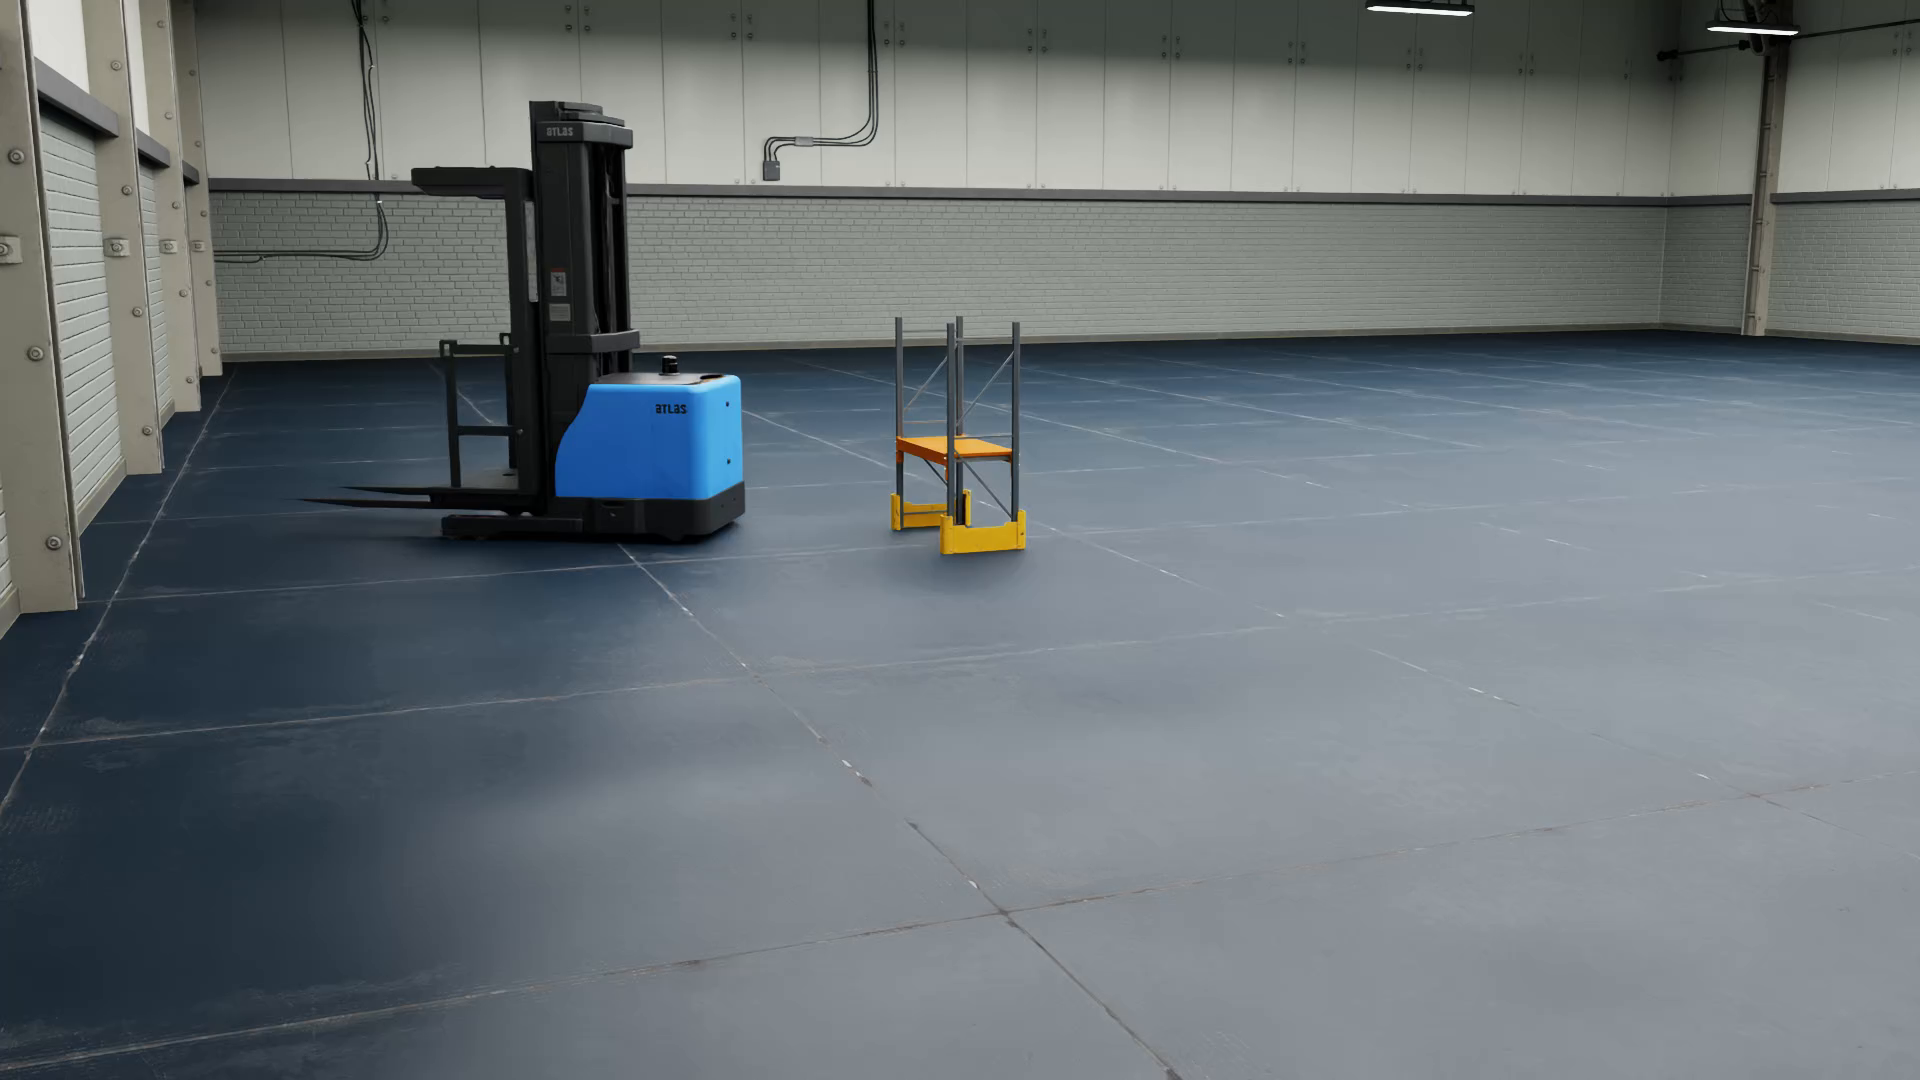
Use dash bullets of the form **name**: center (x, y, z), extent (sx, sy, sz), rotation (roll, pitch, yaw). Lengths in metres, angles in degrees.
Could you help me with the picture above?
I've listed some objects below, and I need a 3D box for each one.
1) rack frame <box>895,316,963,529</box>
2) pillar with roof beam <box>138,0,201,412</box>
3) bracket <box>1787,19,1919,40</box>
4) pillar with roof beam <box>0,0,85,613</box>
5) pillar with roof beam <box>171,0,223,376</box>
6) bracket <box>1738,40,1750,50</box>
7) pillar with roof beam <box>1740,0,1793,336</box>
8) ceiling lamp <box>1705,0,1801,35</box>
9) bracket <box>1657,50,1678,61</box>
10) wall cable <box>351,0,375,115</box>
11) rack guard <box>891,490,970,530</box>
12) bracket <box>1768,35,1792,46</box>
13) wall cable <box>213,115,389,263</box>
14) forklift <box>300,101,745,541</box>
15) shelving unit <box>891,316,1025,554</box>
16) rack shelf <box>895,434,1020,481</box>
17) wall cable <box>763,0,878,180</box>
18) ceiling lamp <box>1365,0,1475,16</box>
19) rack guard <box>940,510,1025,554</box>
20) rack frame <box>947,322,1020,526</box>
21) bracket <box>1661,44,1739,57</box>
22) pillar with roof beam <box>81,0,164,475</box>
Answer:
- **rack frame**: center (-0.215, -0.835, 11.834), extent (0.500, 1.500, 0.032), rotation (-4, 11, -21)
- **pillar with roof beam**: center (-5.466, -6.298, 21.131), extent (9.100, 9.000, 0.400), rotation (-4, 11, -21)
- **bracket**: center (18.460, -10.265, 33.152), extent (0.076, 0.066, 4.783), rotation (-4, 11, -21)
- **pillar with roof beam**: center (-1.117, -4.339, 10.120), extent (9.100, 9.000, 0.400), rotation (-4, 11, -21)
- **pillar with roof beam**: center (-7.640, -7.277, 26.637), extent (9.100, 9.000, 0.548), rotation (-4, 11, -21)
- **bracket**: center (17.225, -10.821, 36.278), extent (0.235, 0.232, 0.430), rotation (-4, 11, -21)
- **pillar with roof beam**: center (13.694, -8.730, 34.803), extent (9.100, 9.000, 0.548), rotation (-4, 11, -21)
- **ceiling lamp**: center (14.483, -10.932, 30.513), extent (2.000, 3.185, 0.800), rotation (-4, 11, -21)
- **bracket**: center (16.366, -11.207, 38.453), extent (0.235, 0.232, 0.430), rotation (-4, 11, -21)
- **wall cable**: center (-8.966, -8.698, 29.071), extent (3.097, 2.526, 0.112), rotation (-4, 11, -21)
- **rack guard**: center (-0.208, -0.217, 11.925), extent (0.587, 0.250, 0.087), rotation (-4, 11, -21)
- **bracket**: center (17.526, -10.685, 35.517), extent (0.235, 0.232, 0.430), rotation (-4, 11, -21)
- **wall cable**: center (-11.488, -6.040, 28.548), extent (3.097, 2.526, 0.112), rotation (-4, 11, -21)
- **forklift**: center (-3.123, -1.531, 11.660), extent (3.031, 2.935, 1.130), rotation (1, 10, 8)
- **shelving unit**: center (-0.028, -0.751, 11.359), extent (0.587, 1.500, 1.083), rotation (-4, 11, -21)
- **rack shelf**: center (-0.031, -0.575, 11.399), extent (0.538, 0.185, 1.000), rotation (-4, 11, -21)
- **wall cable**: center (-2.634, -9.843, 31.351), extent (2.305, 6.003, 0.169), rotation (-4, 11, -21)
- **ceiling lamp**: center (7.642, -10.466, 27.894), extent (2.000, 3.185, 0.800), rotation (-4, 11, -21)
- **rack guard**: center (0.153, -0.054, 11.011), extent (0.587, 0.250, 0.087), rotation (-4, 11, -21)
- **rack frame**: center (0.153, -0.669, 10.901), extent (0.500, 1.500, 0.032), rotation (-4, 11, -21)
- **bracket**: center (16.580, -11.111, 37.911), extent (0.076, 0.066, 3.189), rotation (-4, 11, -21)
- **pillar with roof beam**: center (-3.292, -5.319, 15.625), extent (9.100, 9.000, 0.400), rotation (-4, 11, -21)
